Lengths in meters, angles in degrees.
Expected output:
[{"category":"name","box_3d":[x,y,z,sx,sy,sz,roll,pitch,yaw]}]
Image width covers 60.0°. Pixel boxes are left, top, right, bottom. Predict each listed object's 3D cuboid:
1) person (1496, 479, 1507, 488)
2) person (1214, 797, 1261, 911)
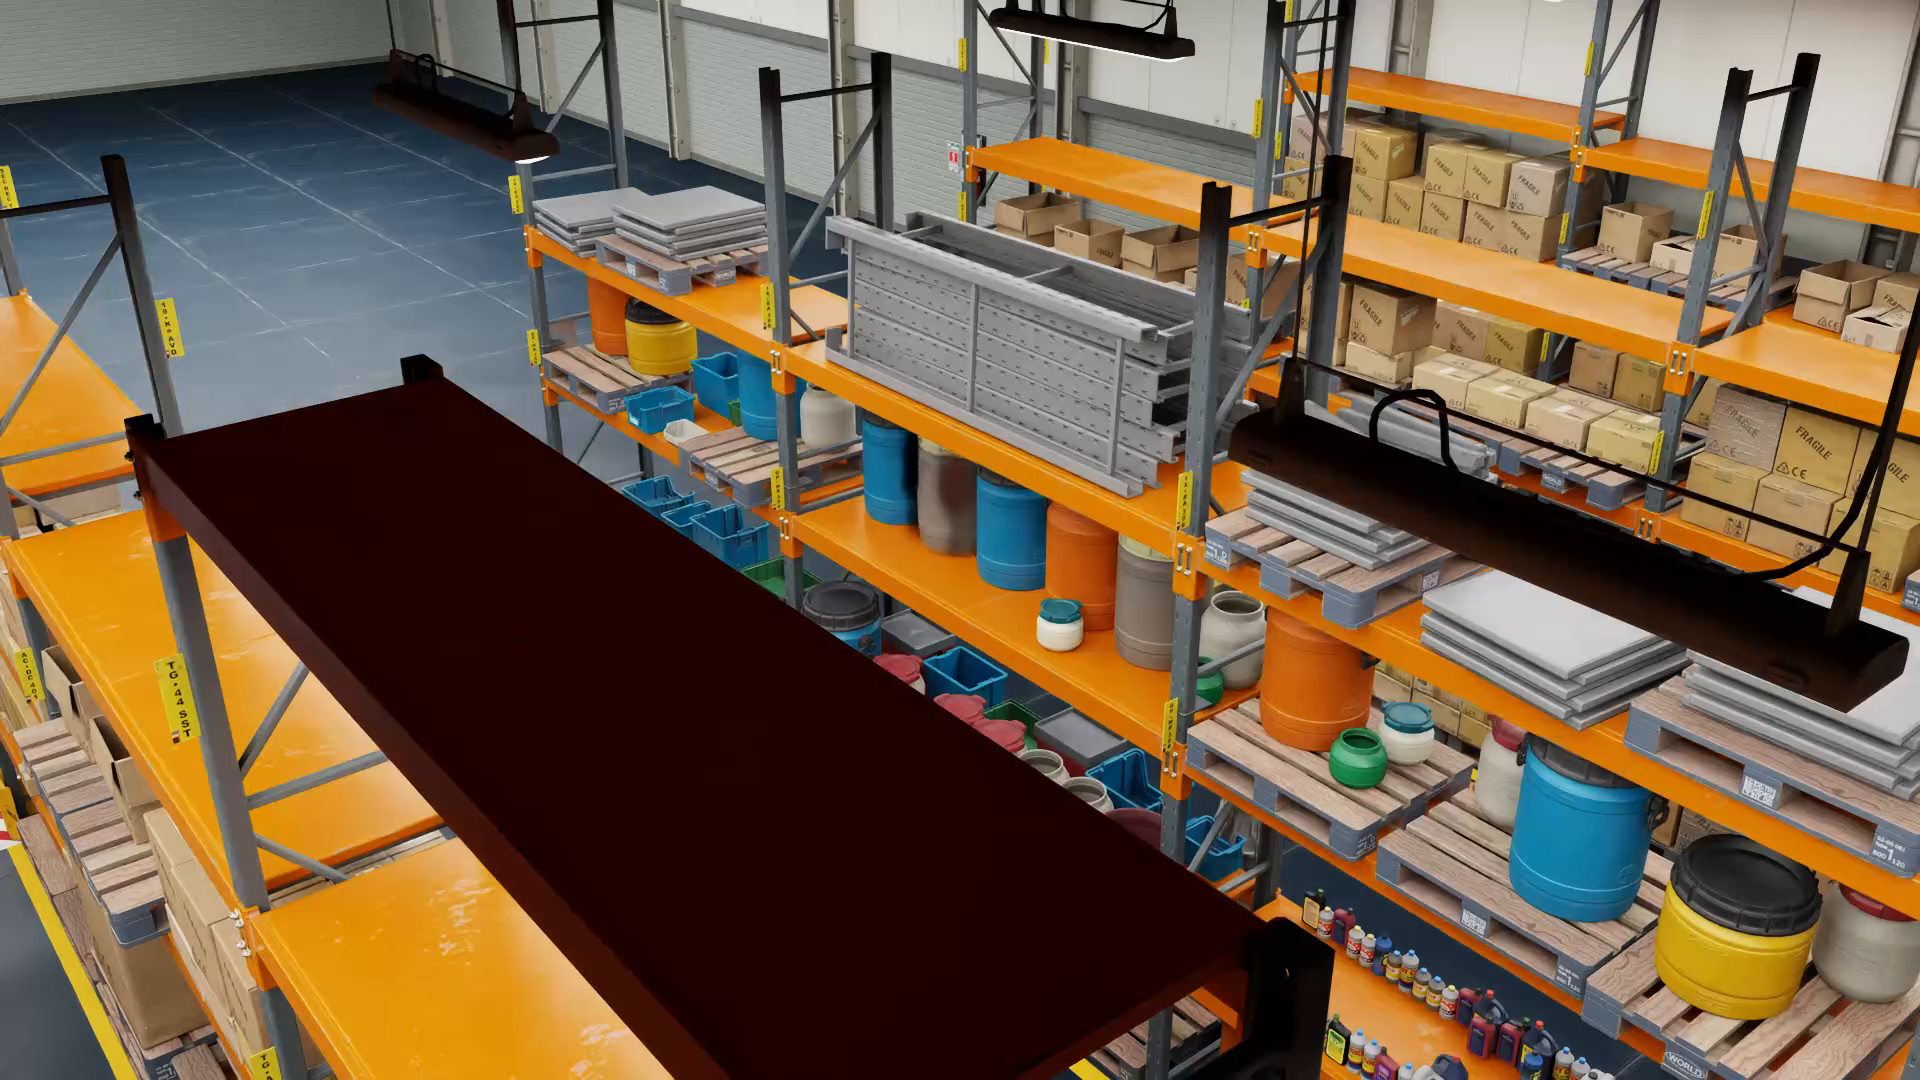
[{"category":"person","box_3d":[5.463,-0.531,17.497,0.497,1.653,0.570,-2,26,-5]},{"category":"person","box_3d":[2.019,2.184,11.893,0.514,1.607,0.345,2,26,4]}]
